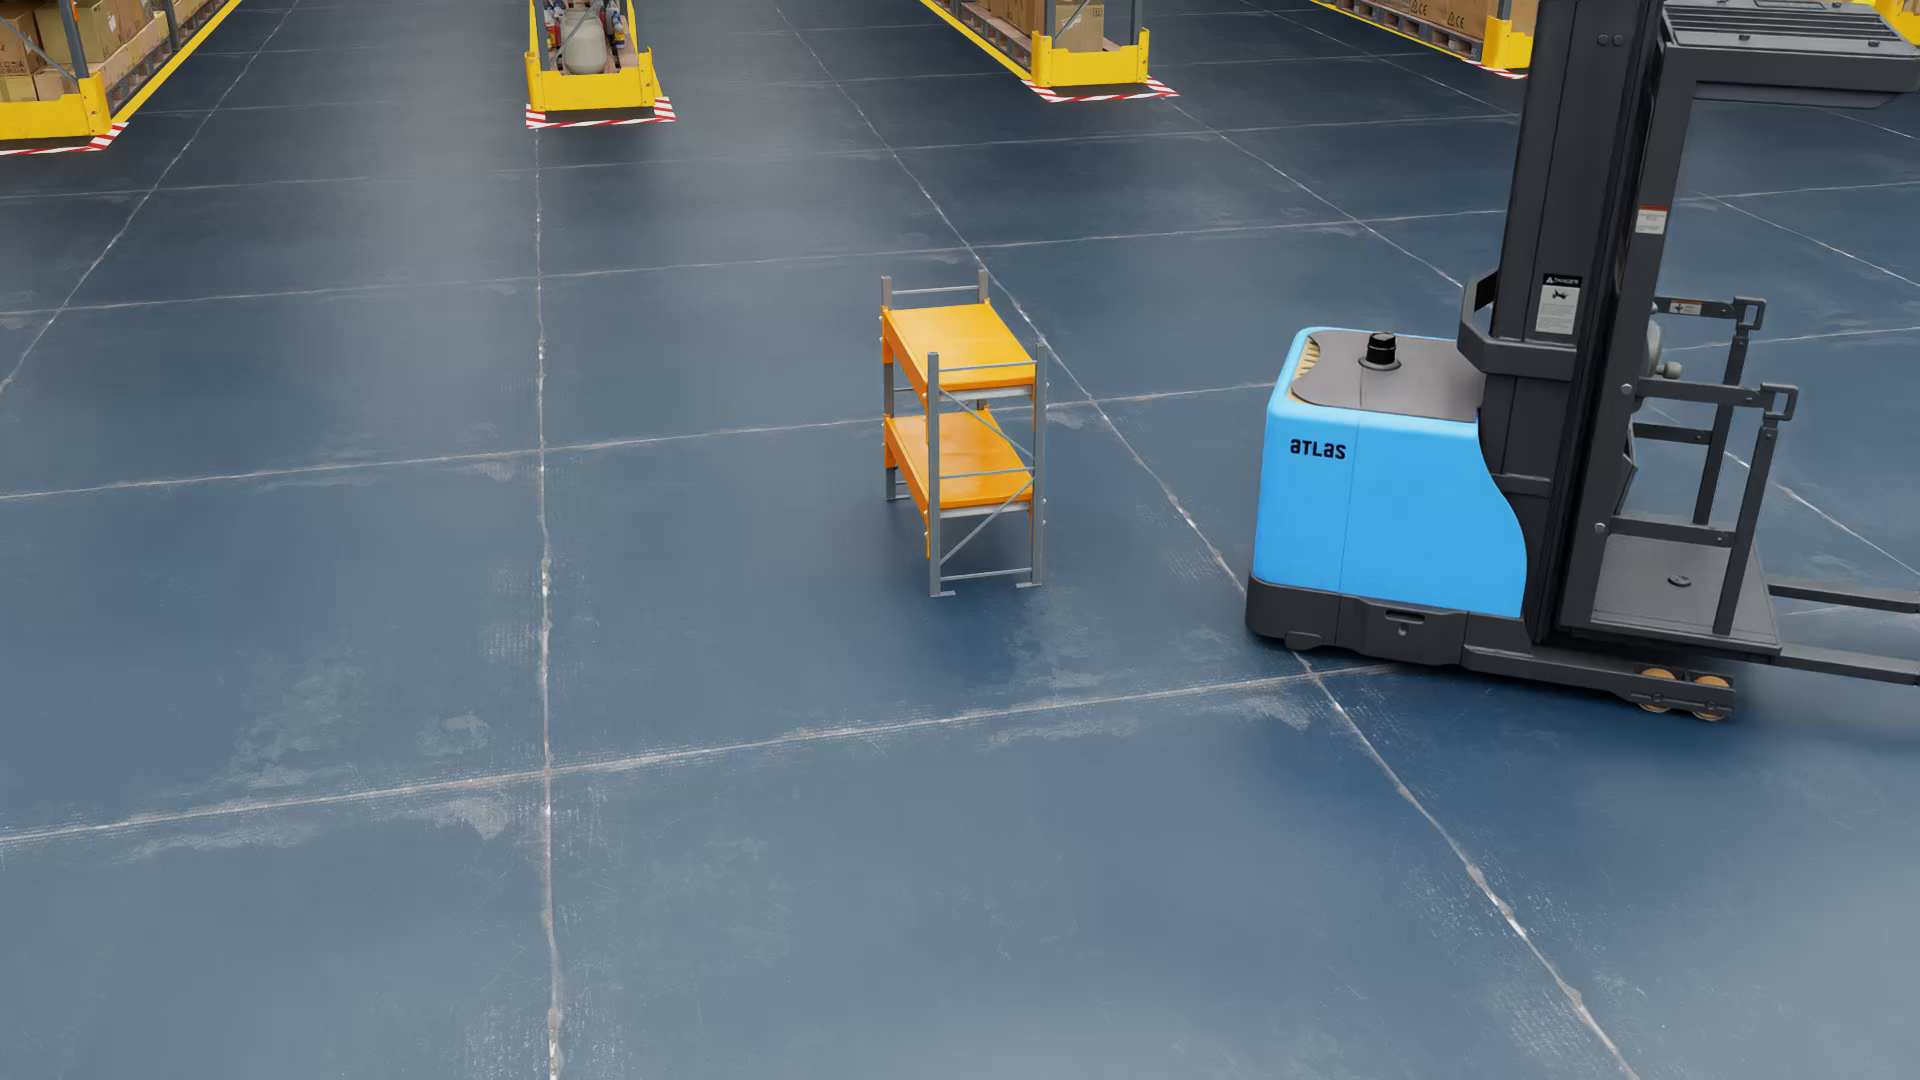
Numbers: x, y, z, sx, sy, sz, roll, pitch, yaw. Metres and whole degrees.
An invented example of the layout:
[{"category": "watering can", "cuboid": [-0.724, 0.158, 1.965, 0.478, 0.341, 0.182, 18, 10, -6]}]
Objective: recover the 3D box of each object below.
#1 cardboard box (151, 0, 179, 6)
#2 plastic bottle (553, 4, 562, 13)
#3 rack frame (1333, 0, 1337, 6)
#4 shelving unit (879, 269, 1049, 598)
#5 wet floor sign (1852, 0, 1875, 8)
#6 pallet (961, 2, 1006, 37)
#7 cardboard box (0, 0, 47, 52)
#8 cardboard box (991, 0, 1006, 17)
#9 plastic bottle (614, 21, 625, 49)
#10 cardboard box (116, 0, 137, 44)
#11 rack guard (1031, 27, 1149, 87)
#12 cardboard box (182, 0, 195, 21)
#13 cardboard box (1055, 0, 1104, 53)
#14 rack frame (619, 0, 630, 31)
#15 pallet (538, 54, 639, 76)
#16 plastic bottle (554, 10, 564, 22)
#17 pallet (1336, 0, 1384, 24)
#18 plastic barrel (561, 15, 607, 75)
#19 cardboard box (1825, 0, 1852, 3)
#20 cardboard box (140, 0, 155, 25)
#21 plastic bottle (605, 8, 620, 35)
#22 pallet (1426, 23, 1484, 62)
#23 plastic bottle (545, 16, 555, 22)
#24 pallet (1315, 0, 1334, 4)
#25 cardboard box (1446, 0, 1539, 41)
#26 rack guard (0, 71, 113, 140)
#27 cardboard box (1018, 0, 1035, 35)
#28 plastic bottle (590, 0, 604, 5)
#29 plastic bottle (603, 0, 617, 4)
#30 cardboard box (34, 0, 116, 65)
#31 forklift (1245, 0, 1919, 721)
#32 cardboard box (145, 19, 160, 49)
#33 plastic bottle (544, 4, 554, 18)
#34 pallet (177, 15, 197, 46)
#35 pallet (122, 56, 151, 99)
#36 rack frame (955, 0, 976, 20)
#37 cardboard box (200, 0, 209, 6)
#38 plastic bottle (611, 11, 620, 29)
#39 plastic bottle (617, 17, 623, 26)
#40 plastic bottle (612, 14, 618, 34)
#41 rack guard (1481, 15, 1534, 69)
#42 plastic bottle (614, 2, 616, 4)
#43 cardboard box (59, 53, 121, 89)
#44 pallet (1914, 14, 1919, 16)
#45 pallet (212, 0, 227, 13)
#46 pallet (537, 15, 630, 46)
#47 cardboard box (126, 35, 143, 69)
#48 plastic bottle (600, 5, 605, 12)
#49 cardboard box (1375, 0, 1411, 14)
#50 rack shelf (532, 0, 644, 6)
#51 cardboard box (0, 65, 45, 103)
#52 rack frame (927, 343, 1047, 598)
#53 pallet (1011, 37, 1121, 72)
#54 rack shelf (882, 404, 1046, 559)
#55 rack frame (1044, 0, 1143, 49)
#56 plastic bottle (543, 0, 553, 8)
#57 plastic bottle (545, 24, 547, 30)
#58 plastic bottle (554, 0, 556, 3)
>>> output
[{"category": "cardboard box", "cuboid": [-9.061, -6.188, 18.643, 0.500, 0.311, 0.500, -6, 27, -11]}, {"category": "plastic bottle", "cuboid": [-4.456, -5.803, 18.457, 0.097, 0.271, 0.097, 0, 27, 0]}, {"category": "rack frame", "cuboid": [5.297, -8.234, 20.735, 1.000, 3.000, 0.127, -6, 27, -12]}, {"category": "shelving unit", "cuboid": [-0.002, -0.505, 7.502, 0.538, 1.125, 1.048, -6, 27, -12]}, {"category": "wet floor sign", "cuboid": [9.999, -5.782, 18.490, 0.267, 0.644, 0.232, 3, 27, 6]}, {"category": "pallet", "cuboid": [0.627, -6.239, 19.876, 1.003, 0.211, 1.213, -6, 27, -12]}, {"category": "cardboard box", "cuboid": [-8.960, -4.952, 15.986, 0.500, 0.500, 0.500, -6, 27, -12]}, {"category": "cardboard box", "cuboid": [0.629, -6.416, 19.441, 0.500, 0.500, 0.500, 2, 27, 5]}, {"category": "plastic bottle", "cuboid": [-3.587, -5.322, 17.505, 0.097, 0.271, 0.097, 0, 27, 0]}, {"category": "cardboard box", "cuboid": [-8.549, -5.226, 16.529, 0.500, 0.500, 0.500, -6, 27, -12]}, {"category": "rack guard", "cuboid": [1.326, -4.936, 16.975, 1.175, 0.500, 0.348, -6, 27, -12]}, {"category": "cardboard box", "cuboid": [-9.174, -6.157, 19.206, 0.500, 0.250, 0.500, -5, 27, -10]}, {"category": "cardboard box", "cuboid": [1.219, -5.366, 17.361, 0.500, 0.500, 0.500, -1, 27, -2]}, {"category": "rack frame", "cuboid": [-4.384, -7.272, 18.829, 1.000, 3.000, 0.127, -6, 27, -12]}, {"category": "pallet", "cuboid": [-3.723, -4.657, 16.742, 1.003, 0.211, 1.213, -6, 27, -12]}, {"category": "plastic bottle", "cuboid": [-4.329, -5.613, 18.075, 0.152, 0.276, 0.135, -6, 27, -12]}, {"category": "pallet", "cuboid": [5.392, -6.648, 20.686, 1.003, 0.211, 1.213, -6, 27, -12]}, {"category": "plastic barrel", "cuboid": [-3.705, -4.874, 16.373, 0.421, 0.512, 0.421, 0, 27, 0]}, {"category": "cardboard box", "cuboid": [10.549, -6.323, 19.535, 0.500, 0.250, 0.500, -6, 27, -12]}, {"category": "cardboard box", "cuboid": [-8.792, -5.663, 17.395, 0.500, 0.500, 0.500, -6, 27, -12]}, {"category": "plastic bottle", "cuboid": [-3.809, -5.701, 18.251, 0.152, 0.276, 0.135, -5, 27, -11]}, {"category": "pallet", "cuboid": [5.942, -5.576, 18.564, 1.003, 0.211, 1.213, -6, 27, -12]}, {"category": "plastic bottle", "cuboid": [-4.385, -5.433, 17.719, 0.152, 0.276, 0.135, -7, 28, -13]}, {"category": "pallet", "cuboid": [5.050, -7.320, 22.019, 1.003, 0.211, 1.213, -6, 27, -12]}, {"category": "cardboard box", "cuboid": [5.981, -6.008, 18.217, 0.875, 0.875, 0.875, -6, 27, -11]}, {"category": "rack guard", "cuboid": [-8.304, -3.888, 14.899, 1.175, 0.500, 0.348, -6, 27, -12]}, {"category": "cardboard box", "cuboid": [0.928, -5.902, 18.422, 0.500, 0.500, 0.500, -3, 27, -7]}, {"category": "plastic bottle", "cuboid": [-4.098, -6.018, 18.795, 0.144, 0.351, 0.185, -6, 27, -12]}, {"category": "plastic bottle", "cuboid": [-3.958, -6.032, 18.824, 0.144, 0.351, 0.185, -7, 28, -13]}, {"category": "cardboard box", "cuboid": [-8.328, -4.787, 15.658, 0.500, 0.500, 0.500, -6, 27, -12]}, {"category": "forklift", "cuboid": [2.758, -0.884, 6.249, 3.031, 2.935, 1.130, 8, 28, 16]}, {"category": "cardboard box", "cuboid": [-8.790, -5.329, 17.564, 0.500, 0.250, 0.500, -6, 27, -12]}, {"category": "plastic bottle", "cuboid": [-4.468, -5.620, 18.007, 0.144, 0.351, 0.185, -6, 27, -12]}, {"category": "pallet", "cuboid": [-9.415, -5.845, 19.097, 1.003, 0.211, 1.213, -6, 27, -12]}, {"category": "pallet", "cuboid": [-8.794, -4.636, 16.700, 1.003, 0.211, 1.213, -6, 27, -12]}, {"category": "rack frame", "cuboid": [0.442, -7.775, 19.825, 1.000, 3.000, 0.127, -6, 27, -12]}, {"category": "cardboard box", "cuboid": [-9.407, -6.608, 20.098, 0.500, 0.250, 0.500, -5, 27, -11]}, {"category": "plastic bottle", "cuboid": [-3.733, -5.605, 18.066, 0.097, 0.271, 0.097, 0, 27, 0]}, {"category": "plastic bottle", "cuboid": [-3.621, -5.429, 17.703, 0.061, 0.283, 0.133, -5, 27, -11]}, {"category": "plastic bottle", "cuboid": [-3.687, -5.516, 17.890, 0.097, 0.271, 0.097, 0, 27, 0]}, {"category": "rack guard", "cuboid": [6.204, -5.352, 17.798, 1.175, 0.500, 0.348, -6, 27, -12]}, {"category": "plastic bottle", "cuboid": [-3.837, -5.851, 18.539, 0.061, 0.283, 0.133, -4, 27, -8]}, {"category": "cardboard box", "cuboid": [-8.330, -4.452, 15.827, 0.500, 0.250, 0.500, -6, 27, -12]}, {"category": "pallet", "cuboid": [10.832, -6.174, 19.748, 1.003, 0.211, 1.213, -6, 27, -12]}, {"category": "pallet", "cuboid": [-9.965, -6.916, 21.219, 1.003, 0.211, 1.213, -6, 27, -12]}, {"category": "pallet", "cuboid": [-4.273, -5.728, 18.864, 1.003, 0.211, 1.213, -6, 27, -12]}, {"category": "cardboard box", "cuboid": [-8.550, -4.891, 16.697, 0.500, 0.250, 0.500, -6, 27, -12]}, {"category": "plastic bottle", "cuboid": [-3.936, -5.755, 18.349, 0.061, 0.283, 0.133, -6, 27, -12]}, {"category": "cardboard box", "cuboid": [5.577, -6.795, 19.775, 0.875, 0.875, 0.875, -6, 27, -11]}, {"category": "rack shelf", "cuboid": [-3.933, -6.073, 17.251, 1.077, 0.370, 4.000, -6, 27, -12]}, {"category": "cardboard box", "cuboid": [-8.718, -4.180, 15.288, 0.500, 0.250, 0.500, -6, 27, -12]}, {"category": "rack frame", "cuboid": [0.113, -0.282, 7.060, 0.500, 1.125, 0.032, -6, 27, -12]}, {"category": "pallet", "cuboid": [1.177, -5.168, 17.754, 1.003, 0.211, 1.213, -6, 27, -12]}, {"category": "rack shelf", "cuboid": [-0.002, -0.287, 7.613, 0.538, 0.278, 1.000, -6, 27, -12]}, {"category": "rack frame", "cuboid": [1.343, -6.019, 16.346, 1.000, 3.000, 0.127, -6, 27, -12]}, {"category": "plastic bottle", "cuboid": [-4.606, -5.889, 18.541, 0.144, 0.351, 0.185, -5, 27, -10]}, {"category": "plastic bottle", "cuboid": [-4.368, -5.311, 17.470, 0.061, 0.283, 0.133, -5, 27, -10]}, {"category": "plastic bottle", "cuboid": [-4.536, -5.943, 18.722, 0.061, 0.283, 0.133, -6, 27, -12]}]
